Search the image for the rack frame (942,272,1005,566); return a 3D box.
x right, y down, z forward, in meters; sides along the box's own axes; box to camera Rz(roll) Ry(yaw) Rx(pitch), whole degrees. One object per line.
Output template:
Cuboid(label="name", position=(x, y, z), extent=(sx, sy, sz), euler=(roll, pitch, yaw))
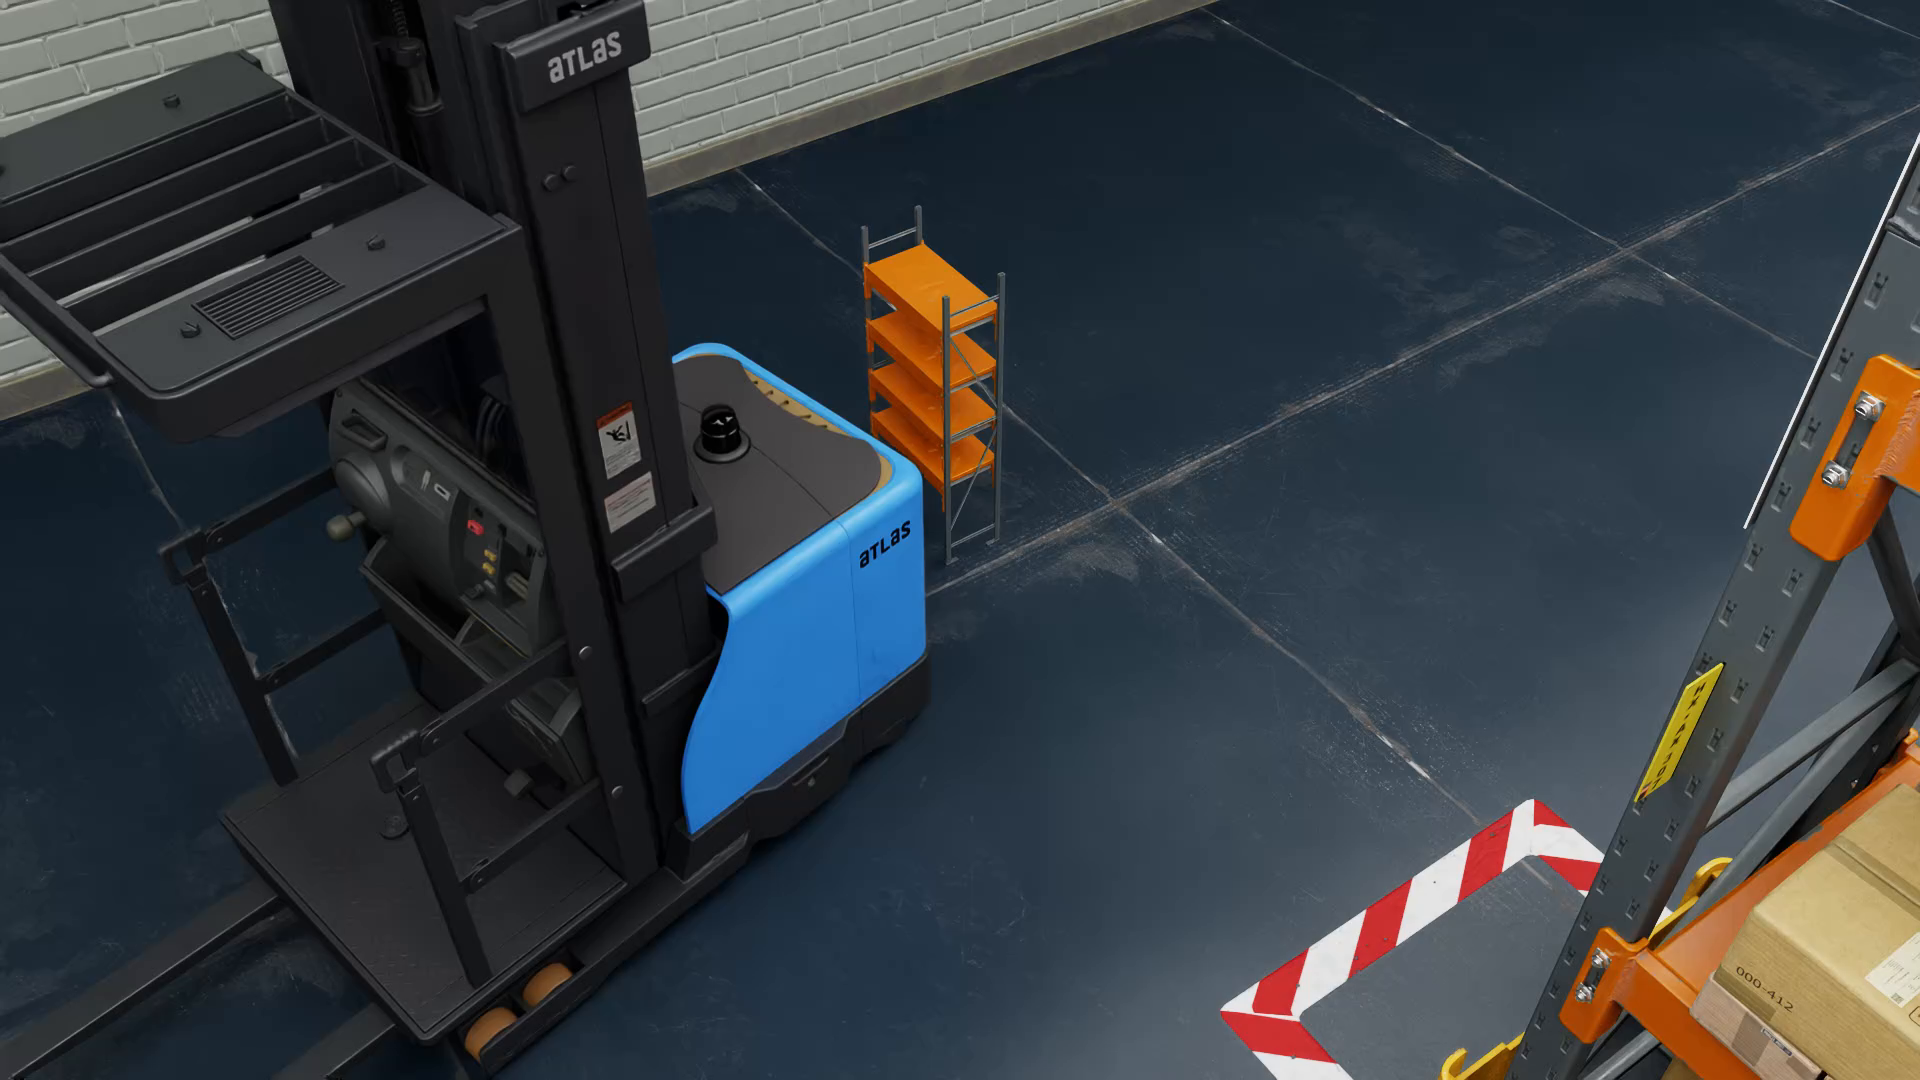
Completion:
Cuboid(label="rack frame", position=(0.045, -0.390, 5.789), extent=(0.240, 1.200, 0.015), euler=(-26, 49, -24))

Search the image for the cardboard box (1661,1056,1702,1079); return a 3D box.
Cuboid(label="cardboard box", position=(2.195, 1.428, 3.817), extent=(0.875, 0.875, 0.875), euler=(-26, 49, -24))

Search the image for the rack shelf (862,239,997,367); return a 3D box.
Cuboid(label="rack shelf", position=(-0.095, -0.812, 5.663), extent=(0.258, 0.148, 0.480), euler=(-26, 49, -24))

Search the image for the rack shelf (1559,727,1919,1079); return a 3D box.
Cuboid(label="rack shelf", position=(2.907, 1.873, 2.637), extent=(1.077, 0.370, 4.000), euler=(-26, 49, -24))

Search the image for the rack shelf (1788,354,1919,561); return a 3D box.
Cuboid(label="rack shelf", position=(2.907, 0.788, 1.601), extent=(1.077, 0.370, 4.000), euler=(-26, 49, -24))

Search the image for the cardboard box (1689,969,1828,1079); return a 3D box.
Cuboid(label="cardboard box", position=(1.696, 0.902, 3.314), extent=(0.380, 0.149, 0.250), euler=(-25, 49, -24))

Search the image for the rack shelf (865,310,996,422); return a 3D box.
Cuboid(label="rack shelf", position=(-0.095, -0.641, 5.826), extent=(0.258, 0.148, 0.480), euler=(-26, 49, -24))

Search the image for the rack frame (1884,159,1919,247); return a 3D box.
Cuboid(label="rack frame", position=(1.763, -1.690, 1.503), extent=(1.000, 3.000, 0.127), euler=(-26, 49, -24))

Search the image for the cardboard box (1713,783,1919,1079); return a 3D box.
Cuboid(label="cardboard box", position=(1.816, 0.805, 3.127), extent=(0.500, 0.250, 0.500), euler=(-27, 50, -25))

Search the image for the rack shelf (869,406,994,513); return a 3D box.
Cuboid(label="rack shelf", position=(-0.095, -0.335, 6.117), extent=(0.258, 0.148, 0.480), euler=(-26, 49, -24))

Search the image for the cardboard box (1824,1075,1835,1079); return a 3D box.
Cuboid(label="cardboard box", position=(1.844, 1.047, 3.163), extent=(0.380, 0.149, 0.250), euler=(-26, 50, -25))

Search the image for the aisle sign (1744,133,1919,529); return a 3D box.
Cuboid(label="aisle sign", position=(1.476, -0.383, 2.596), extent=(0.394, 0.787, 0.004), euler=(-26, 49, -24))

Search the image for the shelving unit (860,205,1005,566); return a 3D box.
Cuboid(label="shelving unit", position=(-0.095, -0.528, 5.934), extent=(0.258, 1.200, 0.503), euler=(-26, 49, -24))

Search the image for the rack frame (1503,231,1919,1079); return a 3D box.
Cuboid(label="rack frame", position=(1.763, 0.480, 3.575), extent=(1.000, 3.000, 0.127), euler=(-26, 49, -24))

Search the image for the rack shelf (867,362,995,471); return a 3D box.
Cuboid(label="rack shelf", position=(-0.095, -0.479, 5.980), extent=(0.258, 0.148, 0.480), euler=(-26, 49, -24))

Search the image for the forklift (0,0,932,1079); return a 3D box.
Cuboid(label="forklift", position=(-1.472, 0.019, 4.107), extent=(1.130, 2.935, 3.031), euler=(33, 53, 30))

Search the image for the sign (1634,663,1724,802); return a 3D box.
Cuboid(label="sign", position=(1.305, 0.354, 3.022), extent=(0.100, 0.325, 0.005), euler=(-26, 49, -24))

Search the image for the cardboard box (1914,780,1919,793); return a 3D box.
Cuboid(label="cardboard box", position=(2.258, 0.596, 3.346), extent=(0.500, 0.250, 0.500), euler=(-26, 50, -25))

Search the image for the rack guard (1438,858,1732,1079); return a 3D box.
Cuboid(label="rack guard", position=(1.750, 1.371, 4.452), extent=(1.175, 0.500, 0.348), euler=(-26, 49, -24))

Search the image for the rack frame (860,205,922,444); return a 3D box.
Cuboid(label="rack frame", position=(-0.234, -0.666, 6.079), extent=(0.240, 1.200, 0.015), euler=(-26, 49, -24))
